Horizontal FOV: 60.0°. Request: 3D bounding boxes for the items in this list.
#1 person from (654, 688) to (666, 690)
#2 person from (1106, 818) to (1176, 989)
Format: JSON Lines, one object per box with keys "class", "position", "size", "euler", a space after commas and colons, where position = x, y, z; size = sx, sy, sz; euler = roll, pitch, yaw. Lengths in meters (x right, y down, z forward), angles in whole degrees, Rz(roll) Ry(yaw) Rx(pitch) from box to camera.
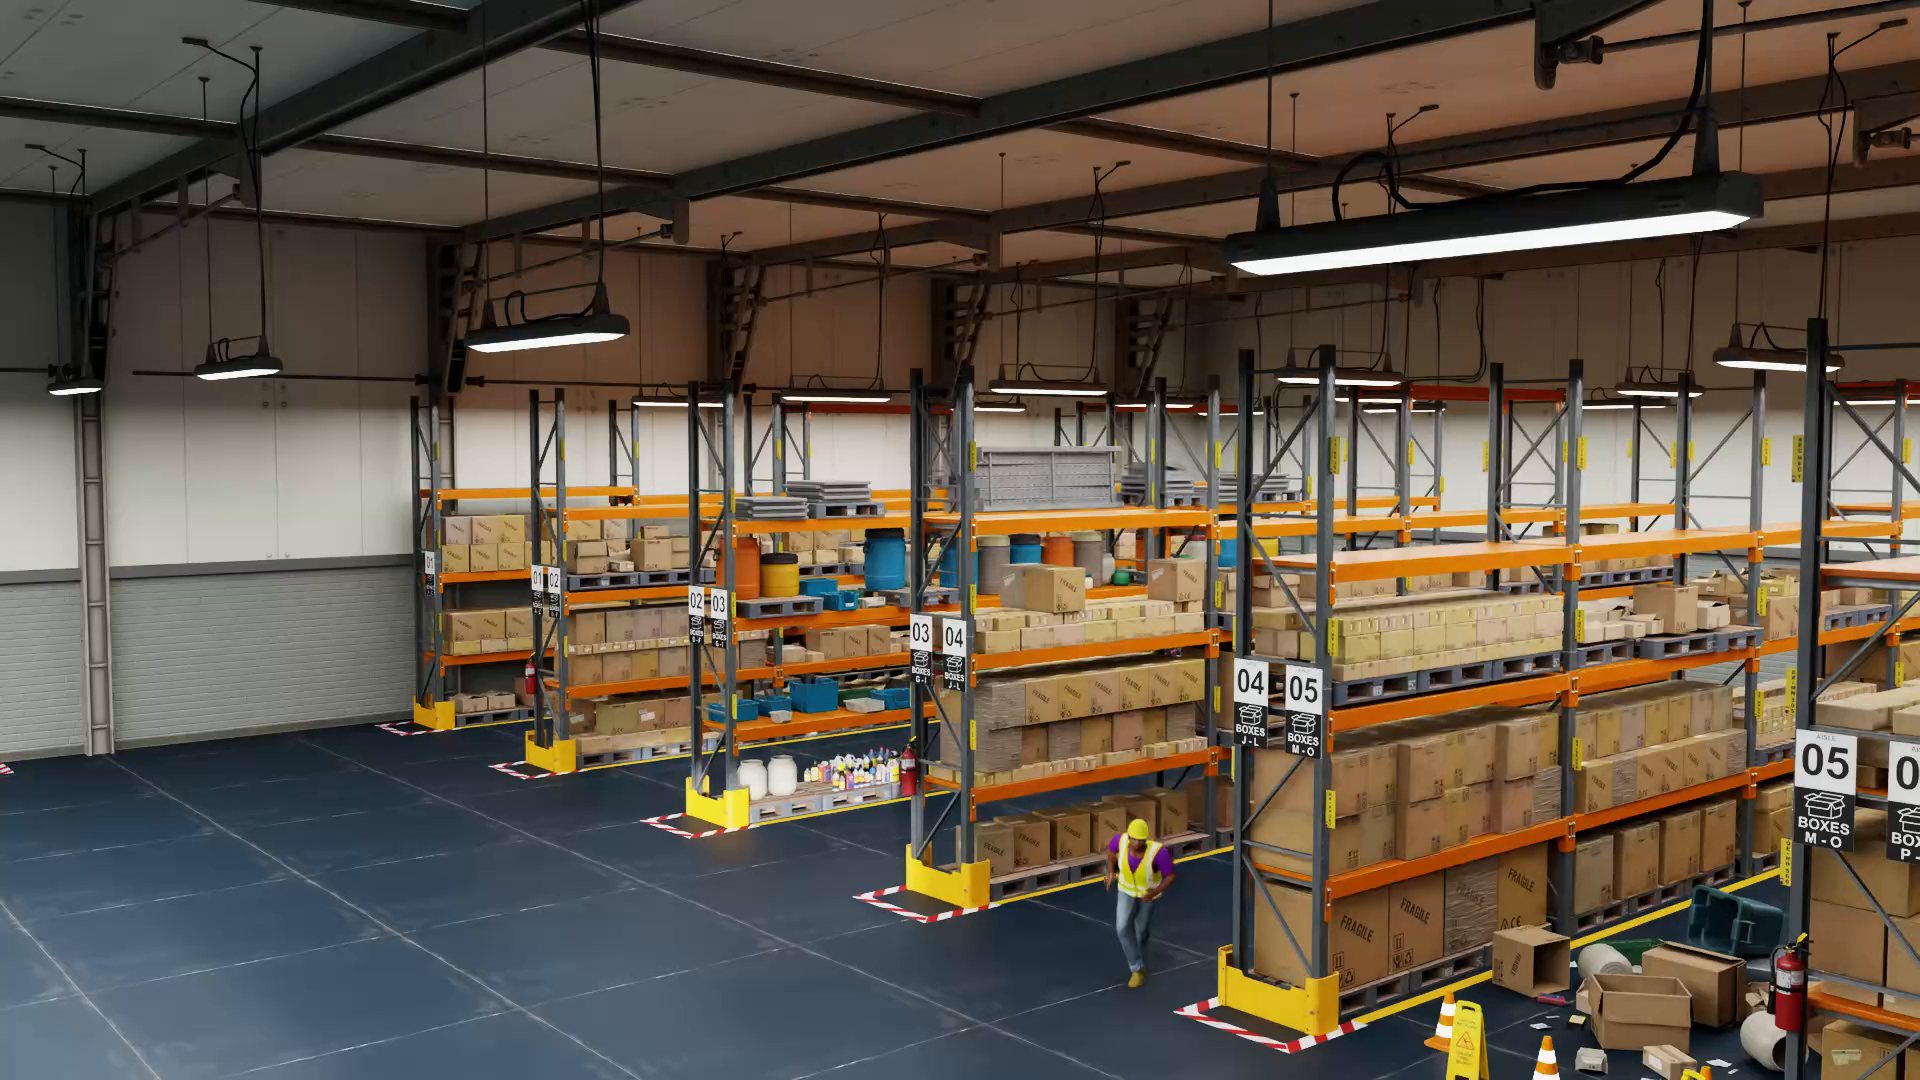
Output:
{"class": "person", "position": [-5.287, 2.530, 29.848], "size": [0.664, 1.752, 0.690], "euler": [-3, 4, -40]}
{"class": "person", "position": [1.762, 3.432, 16.045], "size": [0.706, 1.648, 1.044], "euler": [1, 4, 17]}
